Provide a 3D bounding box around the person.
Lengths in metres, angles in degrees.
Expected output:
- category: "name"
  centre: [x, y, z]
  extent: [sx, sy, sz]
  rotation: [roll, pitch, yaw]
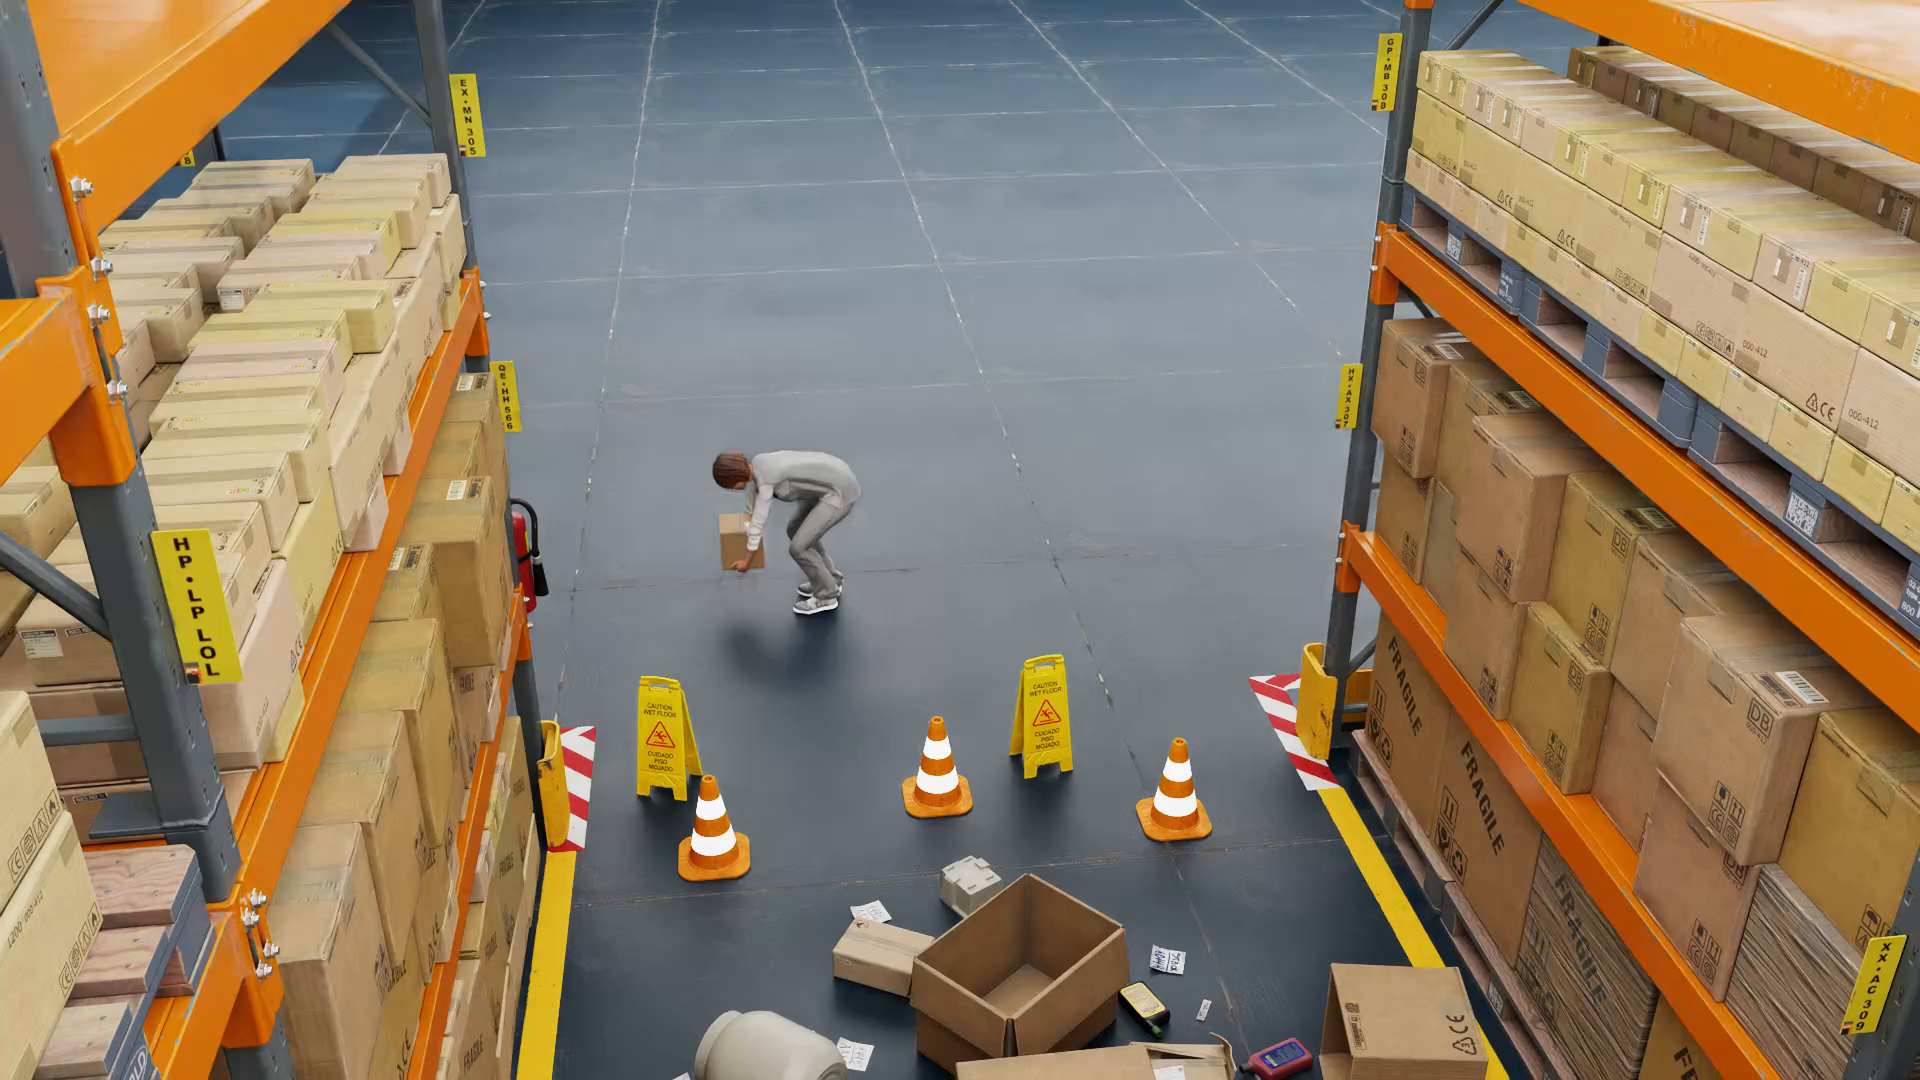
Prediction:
- category: "person"
  centre: [-1.008, -0.070, 9.837]
  extent: [0.855, 1.035, 0.407]
  rotation: [-5, 28, -9]
